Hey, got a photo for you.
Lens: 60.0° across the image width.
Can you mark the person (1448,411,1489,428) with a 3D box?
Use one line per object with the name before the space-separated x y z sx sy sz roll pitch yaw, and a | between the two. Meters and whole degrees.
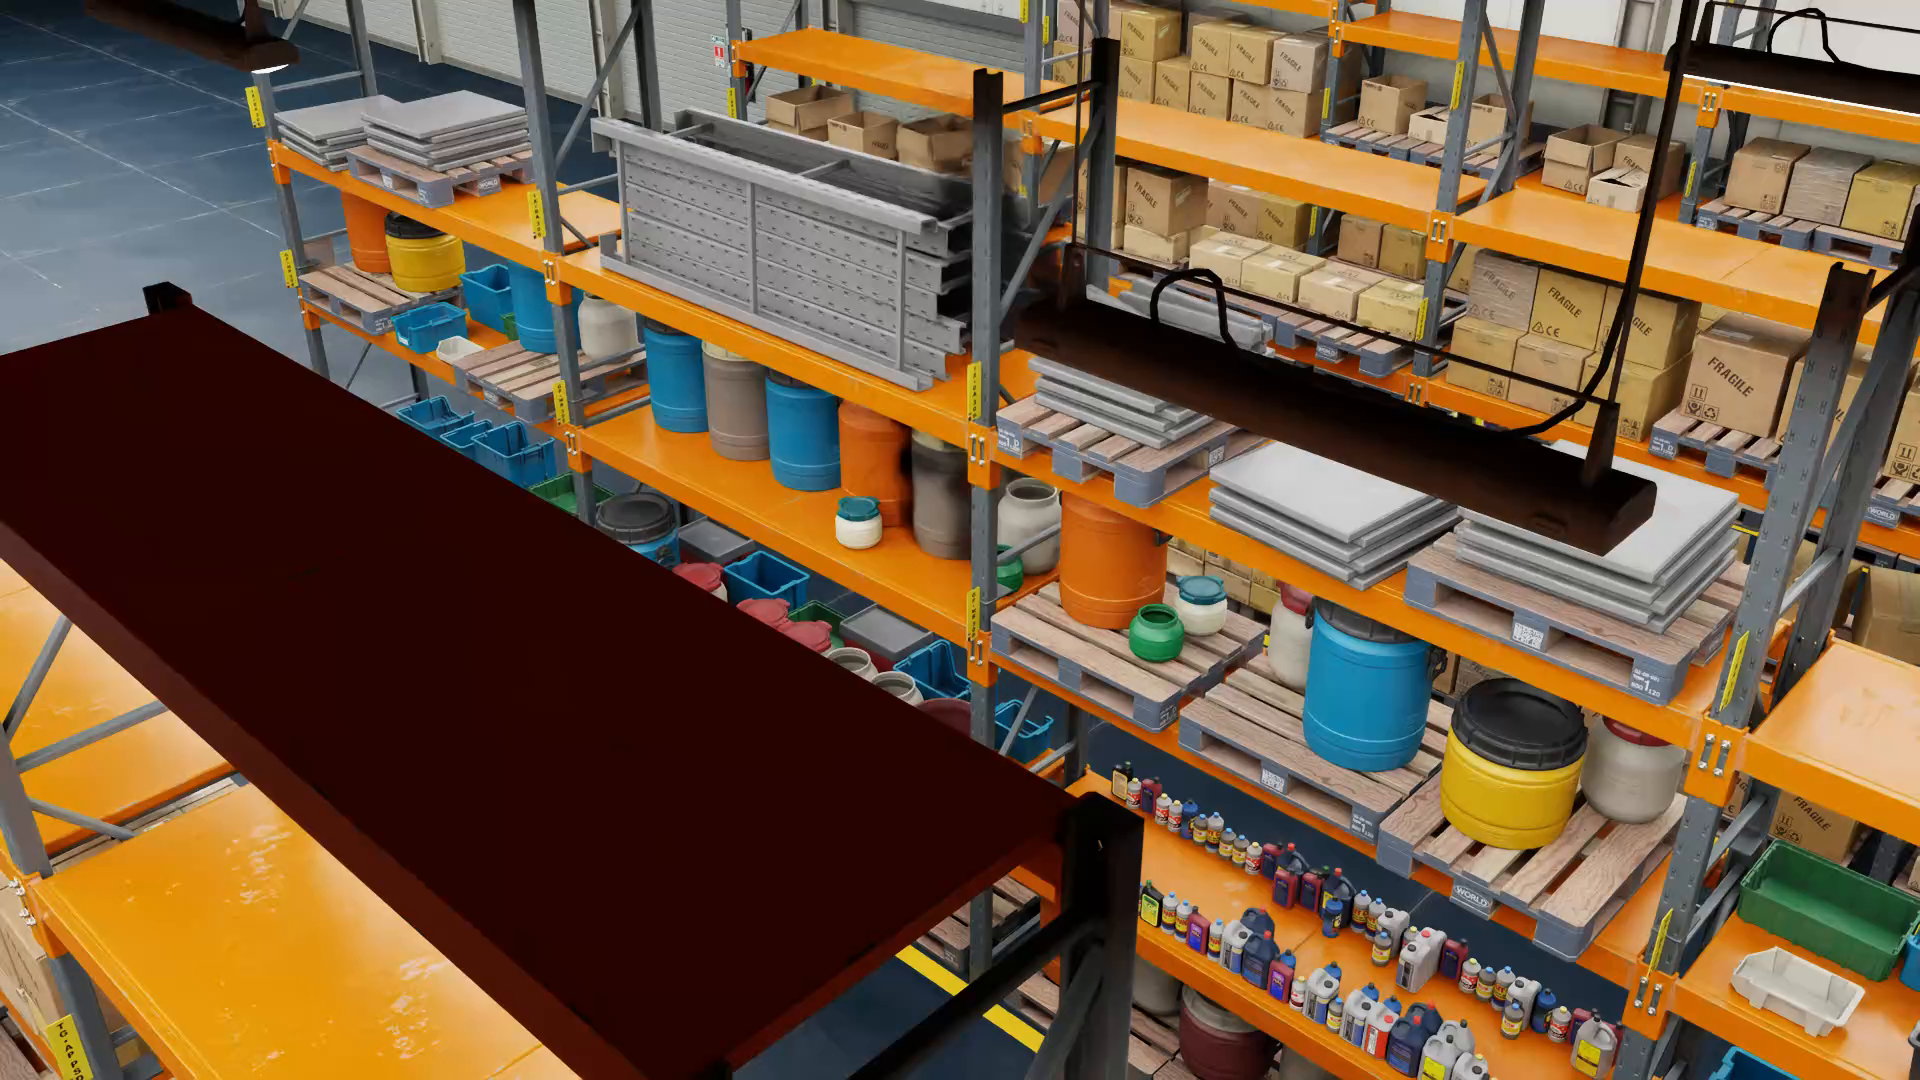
person | 4.711 -0.728 15.794 0.562 1.726 0.702 25 38 37
